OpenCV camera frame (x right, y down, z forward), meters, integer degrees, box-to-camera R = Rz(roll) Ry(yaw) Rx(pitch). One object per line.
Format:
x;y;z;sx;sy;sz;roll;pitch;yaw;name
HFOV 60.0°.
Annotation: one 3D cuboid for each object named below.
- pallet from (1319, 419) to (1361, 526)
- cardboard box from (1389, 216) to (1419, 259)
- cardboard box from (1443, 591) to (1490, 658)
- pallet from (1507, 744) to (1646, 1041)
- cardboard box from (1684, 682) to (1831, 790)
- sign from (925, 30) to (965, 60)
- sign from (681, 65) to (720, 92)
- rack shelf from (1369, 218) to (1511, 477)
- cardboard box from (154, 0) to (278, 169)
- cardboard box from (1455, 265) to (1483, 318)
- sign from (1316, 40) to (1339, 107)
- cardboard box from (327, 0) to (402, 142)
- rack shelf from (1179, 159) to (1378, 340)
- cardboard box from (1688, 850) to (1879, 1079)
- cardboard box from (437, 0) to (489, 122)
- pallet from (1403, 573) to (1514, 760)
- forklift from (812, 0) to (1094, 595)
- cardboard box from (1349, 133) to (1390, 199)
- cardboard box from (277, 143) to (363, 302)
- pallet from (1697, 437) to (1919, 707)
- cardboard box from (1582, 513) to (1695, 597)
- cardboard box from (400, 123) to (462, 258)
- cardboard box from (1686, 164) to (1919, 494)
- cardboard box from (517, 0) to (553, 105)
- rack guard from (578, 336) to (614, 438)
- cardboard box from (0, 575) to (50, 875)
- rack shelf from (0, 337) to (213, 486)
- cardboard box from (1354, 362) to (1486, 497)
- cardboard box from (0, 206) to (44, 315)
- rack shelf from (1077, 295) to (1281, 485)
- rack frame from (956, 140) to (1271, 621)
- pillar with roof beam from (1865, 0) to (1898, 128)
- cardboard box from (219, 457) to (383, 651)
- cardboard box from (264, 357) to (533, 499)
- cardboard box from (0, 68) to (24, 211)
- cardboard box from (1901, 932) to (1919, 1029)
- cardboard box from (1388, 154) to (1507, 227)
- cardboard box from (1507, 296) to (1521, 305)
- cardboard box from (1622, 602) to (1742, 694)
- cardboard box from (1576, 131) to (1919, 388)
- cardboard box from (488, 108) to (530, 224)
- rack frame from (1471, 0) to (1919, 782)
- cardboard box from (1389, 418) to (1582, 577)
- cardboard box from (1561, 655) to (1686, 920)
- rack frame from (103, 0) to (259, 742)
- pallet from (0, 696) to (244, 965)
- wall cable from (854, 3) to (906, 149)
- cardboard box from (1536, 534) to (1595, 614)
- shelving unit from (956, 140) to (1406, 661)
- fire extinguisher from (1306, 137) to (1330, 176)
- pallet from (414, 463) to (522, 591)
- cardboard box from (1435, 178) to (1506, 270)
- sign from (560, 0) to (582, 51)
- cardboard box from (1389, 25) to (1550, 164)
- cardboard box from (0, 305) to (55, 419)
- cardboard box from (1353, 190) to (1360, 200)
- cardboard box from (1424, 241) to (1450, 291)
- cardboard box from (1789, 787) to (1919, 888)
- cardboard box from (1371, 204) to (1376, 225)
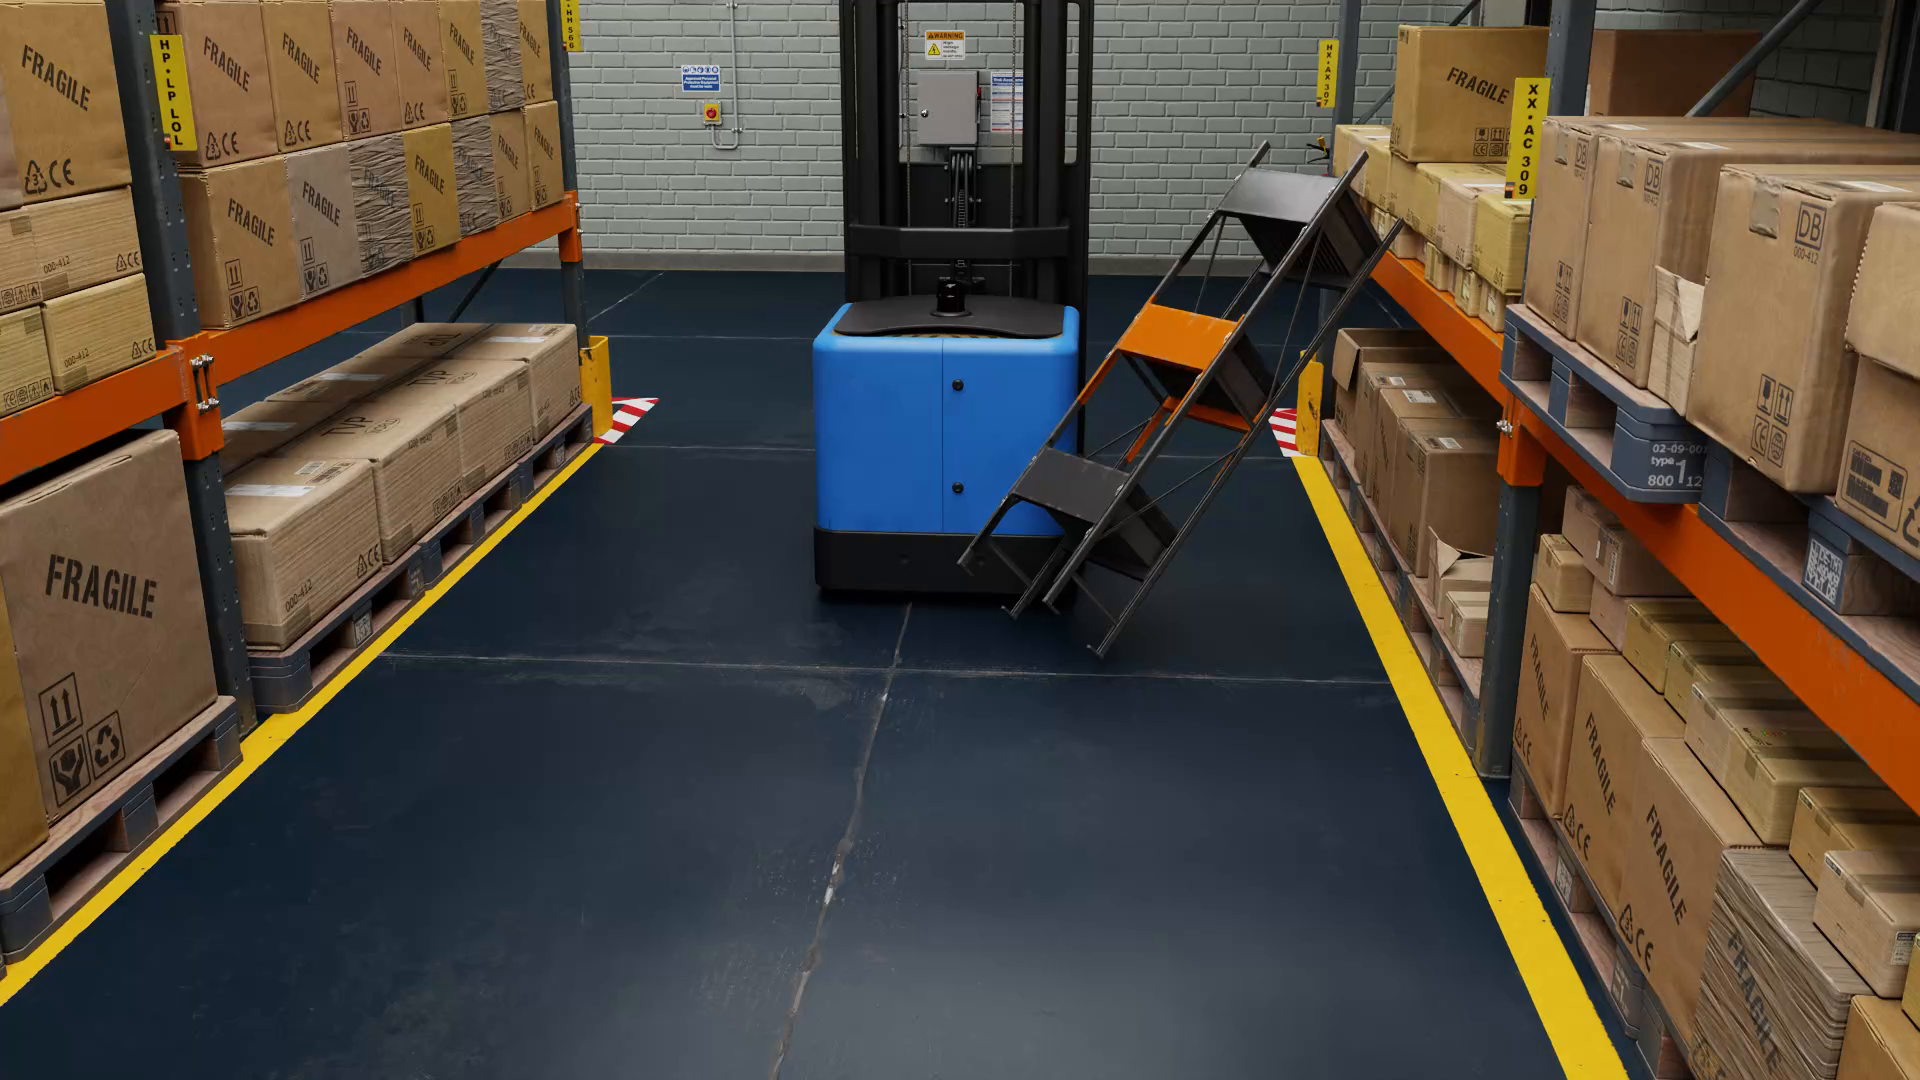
2.340;-0.334;8.105;1.003;0.211;1.213;1;18;4;pallet
1.963;-1.234;6.776;0.380;0.149;0.250;2;18;5;cardboard box
1.861;0.287;5.634;0.380;0.149;0.250;1;18;2;cardboard box
2.094;0.890;4.368;1.003;0.211;1.213;1;18;4;pallet
1.812;0.427;3.601;0.380;0.149;0.250;1;18;4;cardboard box
-0.125;-4.158;13.969;0.339;0.242;0.001;1;18;4;sign
-2.213;-3.941;14.198;0.327;0.218;0.001;1;18;4;sign
2.258;-0.968;6.715;1.077;0.370;4.000;1;18;4;rack shelf
-2.561;-1.463;5.305;0.500;0.500;0.500;1;18;4;cardboard box
1.877;-0.836;5.562;0.380;0.149;0.250;2;18;5;cardboard box
1.860;-2.354;8.400;0.100;0.325;0.005;1;18;4;sign
-2.471;-1.779;6.268;0.500;0.500;0.500;2;18;5;cardboard box
1.251;-1.113;6.416;0.480;0.431;0.518;23;72;49;rack shelf
1.743;0.926;3.118;0.500;0.500;0.500;1;18;2;cardboard box
-2.394;-2.092;7.223;0.500;0.500;0.500;1;18;4;cardboard box
2.165;0.423;5.792;1.003;0.211;1.213;1;18;4;pallet
0.048;-1.588;7.564;1.130;2.935;3.031;1;18;4;forklift
2.064;-1.709;7.586;0.500;0.250;0.500;1;18;5;cardboard box
-2.502;-1.142;5.930;0.500;0.500;0.500;1;18;4;cardboard box
1.962;0.041;2.789;1.003;0.211;1.213;1;18;4;pallet
1.852;0.037;4.312;0.380;0.149;0.250;0;18;1;cardboard box
-2.423;-1.456;6.889;0.500;0.500;0.500;2;18;6;cardboard box
1.763;-0.386;2.948;0.700;0.500;0.500;1;18;4;cardboard box
-2.347;-2.408;8.189;0.500;0.500;0.500;2;18;6;cardboard box
-2.548;-0.860;9.245;1.175;0.500;0.348;1;18;4;rack guard
-2.858;0.487;3.857;0.875;0.875;0.875;2;18;6;cardboard box
-2.980;0.165;3.258;1.077;0.370;4.000;1;18;4;rack shelf
2.163;-0.490;7.441;0.700;0.500;0.500;2;18;6;cardboard box
-2.654;-0.667;4.078;0.500;0.250;0.500;2;18;5;cardboard box
0.847;-0.559;6.277;0.480;0.431;0.518;23;72;49;rack shelf
0.706;-0.632;6.462;0.015;0.400;2.100;23;72;49;rack frame
-1.231;-3.832;4.665;9.100;9.000;0.400;1;18;4;pillar with roof beam
-2.685;0.027;5.963;0.875;0.438;0.875;1;18;3;cardboard box
-2.555;-0.531;7.666;0.875;0.438;0.875;2;18;5;cardboard box
-2.648;-1.016;3.939;0.500;0.500;0.500;2;18;5;cardboard box
1.744;0.750;2.615;0.380;0.149;0.250;1;18;3;cardboard box
2.016;-1.393;6.619;0.500;0.250;0.500;1;18;2;cardboard box
1.885;-0.674;5.066;0.380;0.149;0.250;2;18;5;cardboard box
1.874;0.265;4.096;0.380;0.149;0.250;0;18;1;cardboard box
1.820;-0.629;3.692;0.700;0.500;0.500;1;18;5;cardboard box
-2.372;-1.777;7.867;0.500;0.500;0.500;1;18;3;cardboard box
2.114;-0.689;4.707;1.000;3.000;0.127;1;18;4;rack frame
2.088;-0.168;6.457;0.700;0.500;0.500;1;18;2;cardboard box
1.827;0.611;4.082;0.500;0.500;0.500;1;18;3;cardboard box
-2.837;-0.798;5.042;1.000;3.000;0.127;1;18;4;rack frame
-2.817;0.768;4.739;1.003;0.211;1.213;1;18;4;pallet
-0.754;-4.247;13.935;0.588;1.984;0.122;1;18;4;wall cable
1.823;0.097;4.608;0.380;0.149;0.250;2;18;7;cardboard box
0.855;-0.570;6.279;0.503;0.431;2.100;23;72;49;shelving unit
1.951;-1.773;8.739;0.296;0.674;0.183;1;18;4;fire extinguisher
-2.619;-0.087;7.351;1.003;0.211;1.213;1;18;4;pallet
1.929;-1.078;5.659;0.500;0.250;0.500;1;18;4;cardboard box
-2.010;-2.687;8.566;0.100;0.325;0.005;1;18;4;sign
1.993;-1.756;6.525;0.500;0.500;0.500;2;18;5;cardboard box
-2.655;-0.424;4.140;0.500;0.250;0.500;1;18;3;cardboard box
2.104;-1.715;8.245;0.380;0.149;0.250;1;18;3;cardboard box
1.913;-0.997;6.053;0.380;0.149;0.250;1;18;3;cardboard box
1.802;0.588;3.108;0.380;0.149;0.250;1;18;4;cardboard box
2.068;-1.476;7.514;0.380;0.149;0.250;2;18;6;cardboard box
